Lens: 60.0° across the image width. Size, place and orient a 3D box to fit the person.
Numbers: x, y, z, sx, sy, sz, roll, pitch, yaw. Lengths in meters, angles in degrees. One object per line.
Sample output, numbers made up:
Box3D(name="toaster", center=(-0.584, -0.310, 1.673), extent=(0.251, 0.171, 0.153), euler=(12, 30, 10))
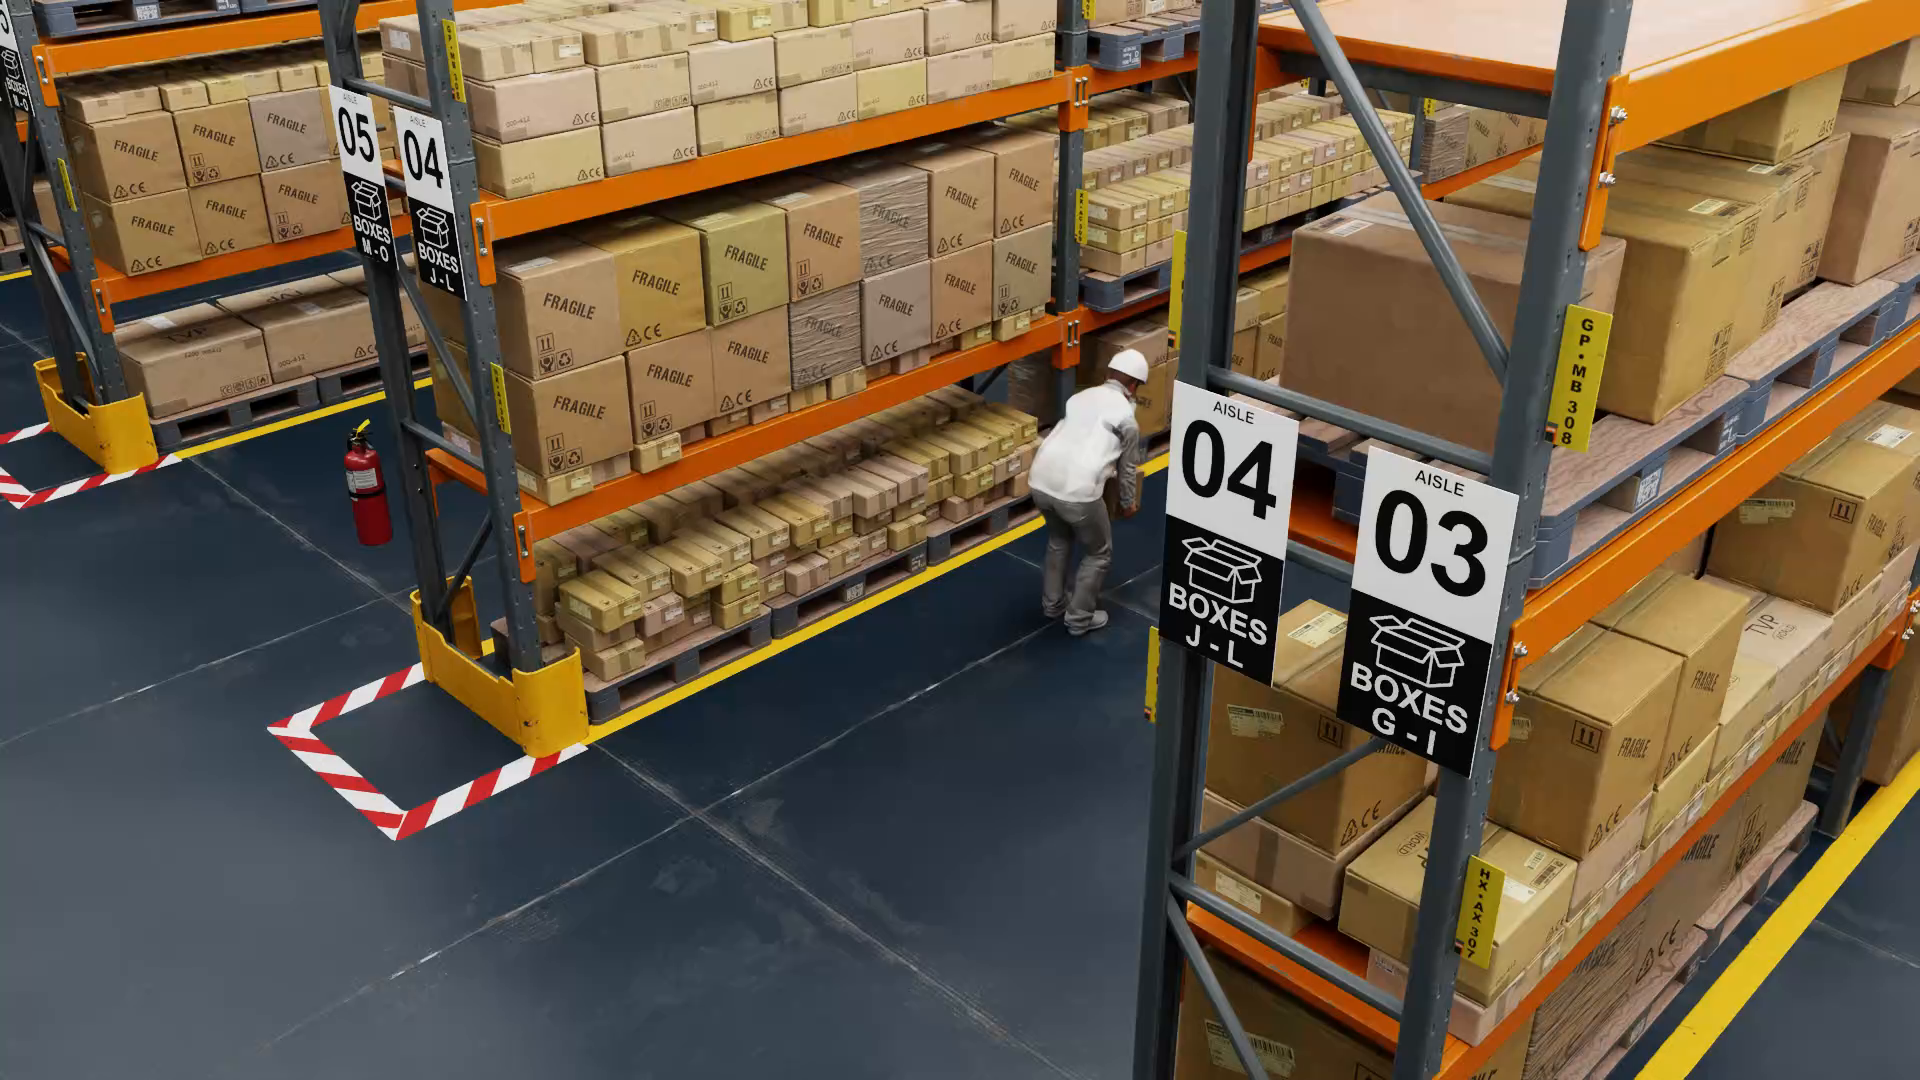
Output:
Box3D(name="person", center=(0.749, -0.277, 9.392), extent=(0.470, 1.527, 0.840), euler=(23, 36, 37))
